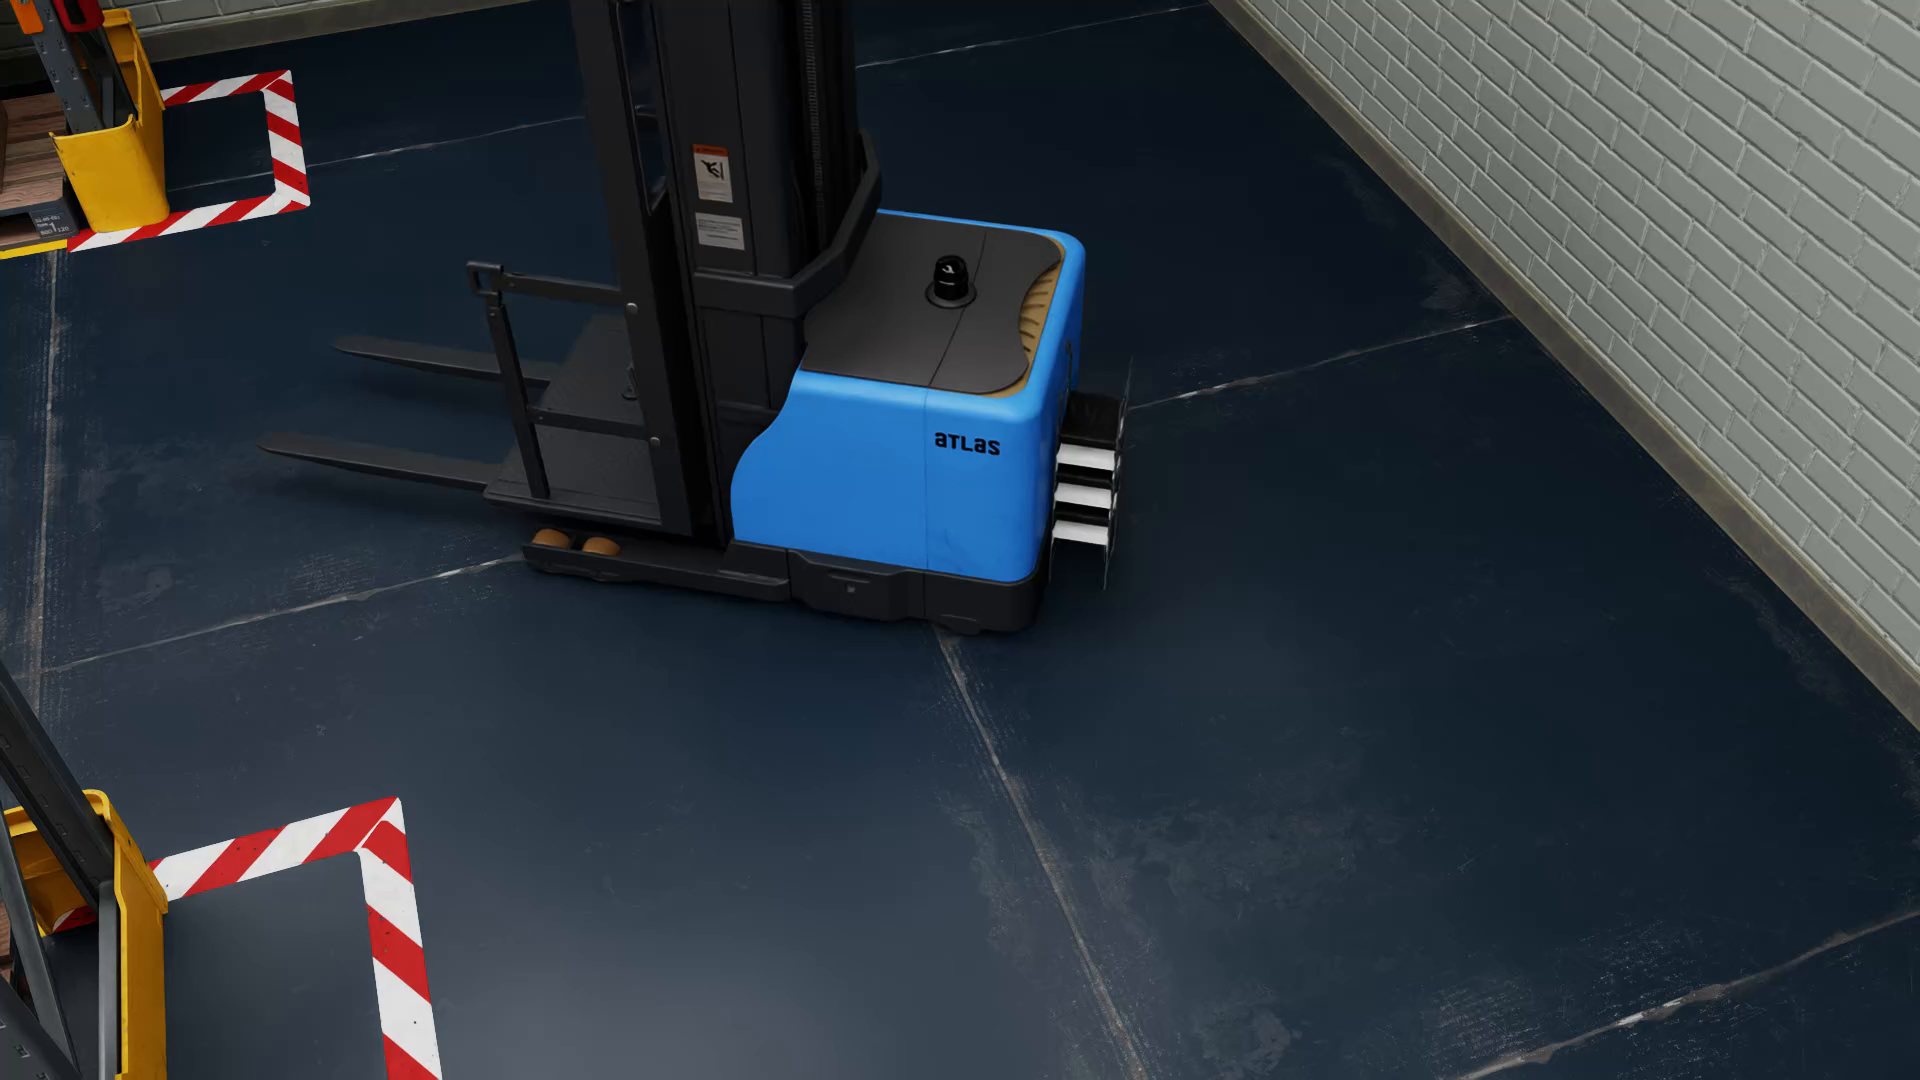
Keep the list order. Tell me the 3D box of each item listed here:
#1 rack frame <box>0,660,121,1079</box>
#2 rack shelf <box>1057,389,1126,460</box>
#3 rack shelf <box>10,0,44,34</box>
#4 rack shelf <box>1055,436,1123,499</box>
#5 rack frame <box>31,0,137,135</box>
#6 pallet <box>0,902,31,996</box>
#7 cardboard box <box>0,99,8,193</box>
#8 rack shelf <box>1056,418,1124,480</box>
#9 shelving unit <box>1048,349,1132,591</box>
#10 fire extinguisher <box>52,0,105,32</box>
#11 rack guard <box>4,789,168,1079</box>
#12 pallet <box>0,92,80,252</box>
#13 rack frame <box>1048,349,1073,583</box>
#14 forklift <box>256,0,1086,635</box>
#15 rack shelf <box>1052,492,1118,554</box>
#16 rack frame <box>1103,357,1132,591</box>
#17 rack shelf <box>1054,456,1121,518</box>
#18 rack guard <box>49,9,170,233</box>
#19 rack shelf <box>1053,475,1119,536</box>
[{"bbox_3d":[-2.369,0.417,3.717,0.127,3.000,1.000,-14,47,-14],"label":"rack frame"},{"bbox_3d":[0.452,-0.396,5.675,0.200,0.077,0.258,9,46,9],"label":"rack shelf"},{"bbox_3d":[-5.935,-2.148,6.781,4.000,0.370,1.077,-14,47,-14],"label":"rack shelf"},{"bbox_3d":[0.452,-0.269,5.803,0.200,0.077,0.258,9,46,9],"label":"rack shelf"},{"bbox_3d":[-4.054,-2.883,7.005,0.127,3.000,1.000,-14,47,-14],"label":"rack frame"},{"bbox_3d":[-3.190,1.612,4.495,1.213,0.211,1.003,-14,47,-14],"label":"pallet"},{"bbox_3d":[-4.679,-1.913,7.508,0.500,0.500,0.700,-14,47,-14],"label":"cardboard box"},{"bbox_3d":[0.452,-0.333,5.739,0.200,0.077,0.258,9,46,9],"label":"rack shelf"},{"bbox_3d":[0.452,-0.229,5.843,0.210,0.900,0.258,9,46,9],"label":"shelving unit"},{"bbox_3d":[-3.756,-2.452,6.894,0.183,0.674,0.296,-14,47,-14],"label":"fire extinguisher"},{"bbox_3d":[-2.440,1.317,4.584,0.348,0.500,1.175,-14,47,-14],"label":"rack guard"},{"bbox_3d":[-4.780,-1.654,7.749,1.213,0.211,1.003,-14,47,-14],"label":"pallet"},{"bbox_3d":[0.352,-0.244,5.858,0.006,0.900,0.240,9,46,9],"label":"rack frame"},{"bbox_3d":[-1.119,-1.239,5.416,3.031,2.935,1.130,9,46,9],"label":"forklift"},{"bbox_3d":[0.452,-0.078,5.994,0.200,0.077,0.258,9,46,9],"label":"rack shelf"},{"bbox_3d":[0.551,-0.214,5.827,0.006,0.900,0.240,9,46,9],"label":"rack frame"},{"bbox_3d":[0.452,-0.205,5.867,0.200,0.077,0.258,9,46,9],"label":"rack shelf"},{"bbox_3d":[-4.032,-2.006,7.896,0.348,0.500,1.175,-14,47,-14],"label":"rack guard"},{"bbox_3d":[0.452,-0.142,5.930,0.200,0.077,0.258,9,46,9],"label":"rack shelf"}]
